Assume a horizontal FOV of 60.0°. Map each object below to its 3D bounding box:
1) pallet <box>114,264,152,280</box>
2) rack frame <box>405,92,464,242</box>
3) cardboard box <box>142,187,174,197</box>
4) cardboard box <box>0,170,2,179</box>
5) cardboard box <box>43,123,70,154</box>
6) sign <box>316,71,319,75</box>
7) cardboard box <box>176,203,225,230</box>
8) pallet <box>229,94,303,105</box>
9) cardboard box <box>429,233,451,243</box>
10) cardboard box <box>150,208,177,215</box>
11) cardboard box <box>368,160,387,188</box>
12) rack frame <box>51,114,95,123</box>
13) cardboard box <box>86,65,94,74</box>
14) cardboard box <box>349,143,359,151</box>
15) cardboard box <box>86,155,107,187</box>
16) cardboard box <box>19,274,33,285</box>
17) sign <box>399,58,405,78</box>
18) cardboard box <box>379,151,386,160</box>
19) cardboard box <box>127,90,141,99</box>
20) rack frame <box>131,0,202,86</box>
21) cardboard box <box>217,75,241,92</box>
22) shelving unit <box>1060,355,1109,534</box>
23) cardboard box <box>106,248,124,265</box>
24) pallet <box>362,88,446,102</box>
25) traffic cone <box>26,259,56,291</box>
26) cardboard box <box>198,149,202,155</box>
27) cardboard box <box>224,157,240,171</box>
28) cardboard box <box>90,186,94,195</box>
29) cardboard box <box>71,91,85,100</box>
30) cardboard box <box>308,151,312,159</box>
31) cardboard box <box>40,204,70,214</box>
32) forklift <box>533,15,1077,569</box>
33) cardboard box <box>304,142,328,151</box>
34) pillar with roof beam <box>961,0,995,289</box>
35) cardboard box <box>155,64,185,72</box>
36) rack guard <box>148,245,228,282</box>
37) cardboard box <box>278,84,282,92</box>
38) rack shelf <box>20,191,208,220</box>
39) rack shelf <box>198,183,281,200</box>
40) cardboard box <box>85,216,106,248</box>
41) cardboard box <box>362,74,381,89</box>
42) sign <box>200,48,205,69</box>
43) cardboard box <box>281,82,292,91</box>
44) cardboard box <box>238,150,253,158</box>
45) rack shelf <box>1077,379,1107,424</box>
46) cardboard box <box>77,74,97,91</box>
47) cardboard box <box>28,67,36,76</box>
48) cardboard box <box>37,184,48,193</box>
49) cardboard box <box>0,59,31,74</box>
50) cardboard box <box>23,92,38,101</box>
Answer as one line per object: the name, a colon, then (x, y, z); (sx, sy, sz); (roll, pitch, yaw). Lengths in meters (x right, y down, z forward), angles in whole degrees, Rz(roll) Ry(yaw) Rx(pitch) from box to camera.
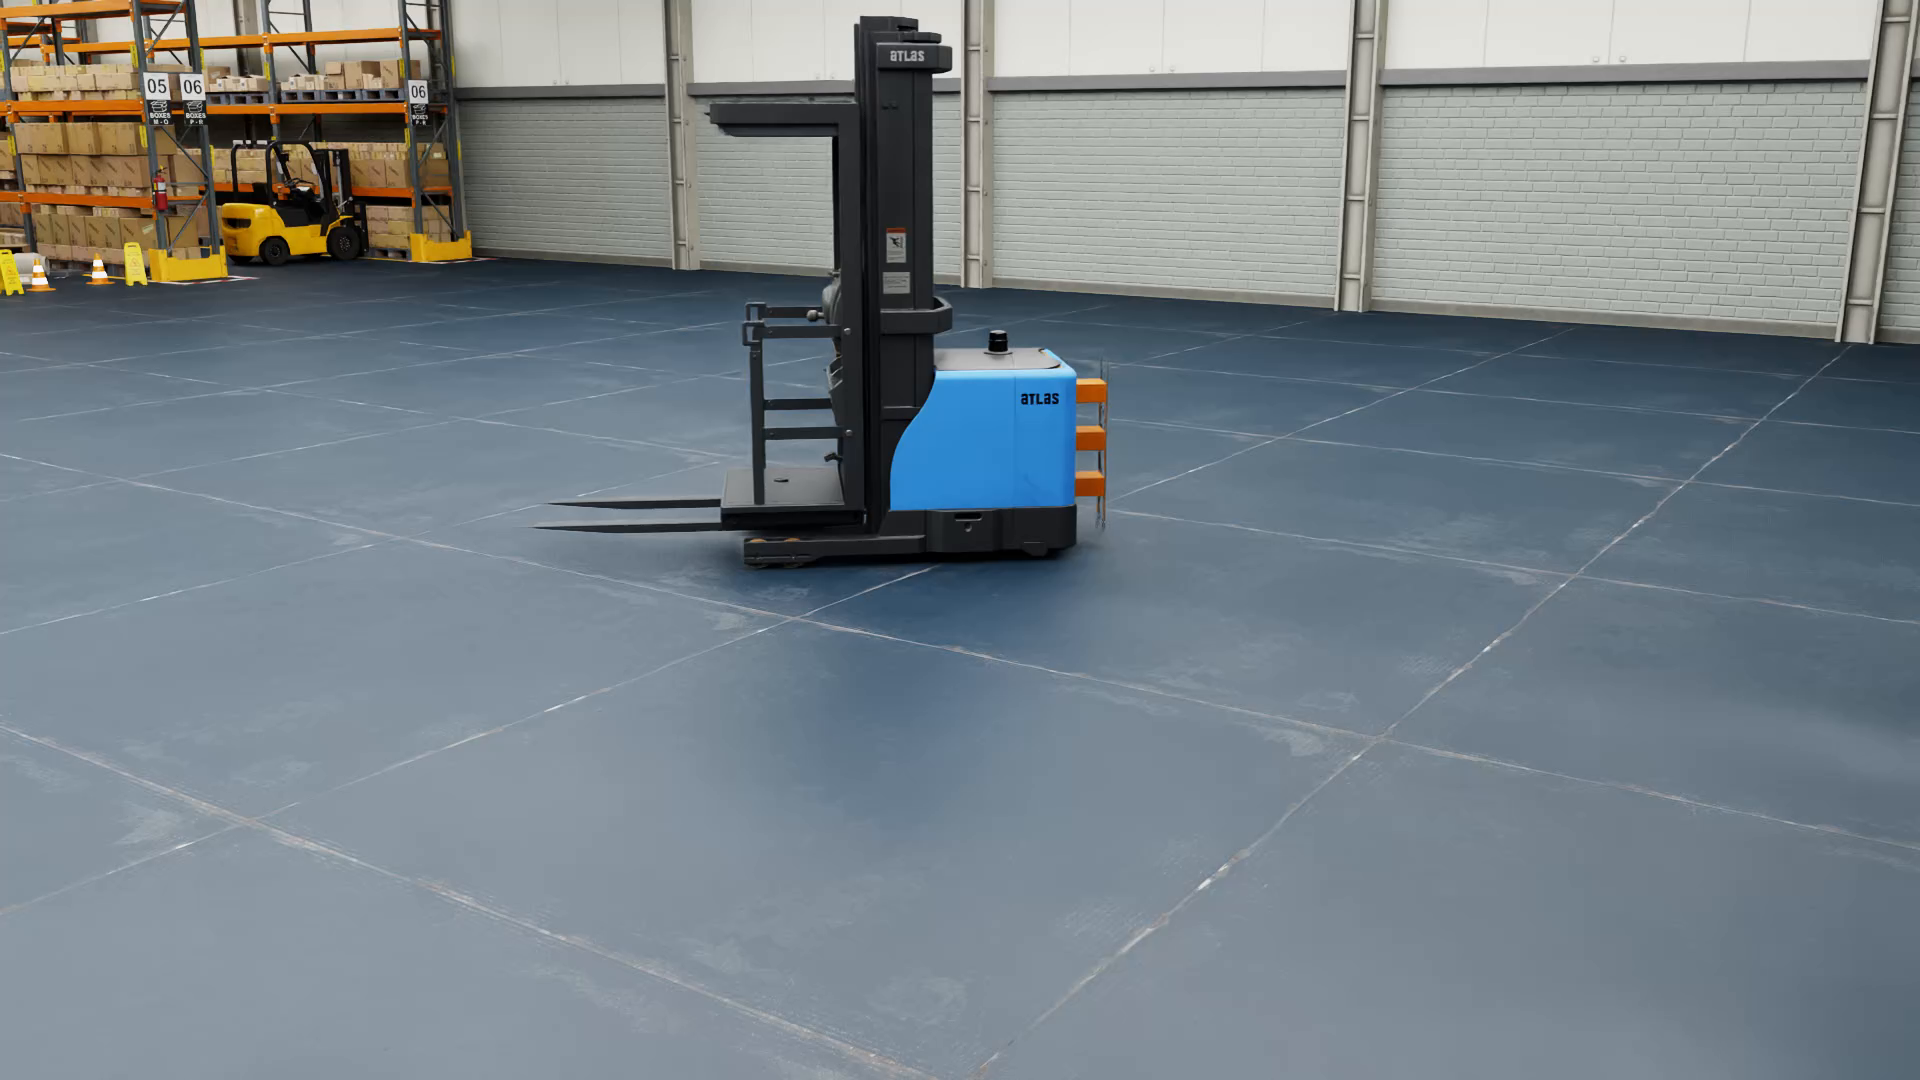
pallet: (-13.106, -4.447, 27.350); (1.213, 0.211, 1.003); (9, 17, 33)
rack frame: (-9.621, -6.665, 30.505); (0.127, 3.000, 1.000); (9, 17, 33)
cardboard box: (-12.818, -5.560, 26.565); (0.250, 0.149, 0.380); (10, 17, 35)
cardboard box: (-16.497, -6.346, 28.865); (0.250, 0.149, 0.380); (9, 16, 31)
cardboard box: (-14.650, -6.642, 27.503); (0.500, 0.500, 0.700); (9, 16, 32)
sign: (-12.632, -9.058, 32.688); (0.005, 0.325, 0.100); (9, 17, 33)
cardboard box: (-15.749, -6.703, 34.725); (0.625, 0.625, 0.875); (10, 17, 35)
pallet: (-13.679, -8.680, 32.802); (1.217, 0.209, 0.805); (8, 16, 31)
cardboard box: (-9.920, -5.639, 31.209); (0.500, 0.250, 0.500); (9, 17, 33)
cardboard box: (-16.730, -6.742, 35.145); (0.500, 0.500, 0.500); (10, 17, 34)
cardboard box: (-10.601, -6.799, 30.837); (0.500, 0.500, 0.500); (10, 17, 35)
rack frame: (-19.578, -8.274, 37.006); (0.127, 3.000, 1.000); (9, 17, 33)
cardboard box: (-13.831, -7.574, 26.799); (0.250, 0.149, 0.380); (9, 16, 31)
cardboard box: (-11.151, -7.330, 31.014); (0.250, 0.149, 0.380); (10, 17, 34)
cardboard box: (-13.819, -6.021, 27.078); (0.500, 0.500, 0.500); (9, 17, 33)
cardboard box: (-14.603, -4.064, 25.930); (0.380, 0.149, 0.250); (-7, 15, -25)
sign: (-9.936, -8.406, 29.618); (0.005, 0.325, 0.100); (9, 17, 33)
cardboard box: (-10.475, -7.094, 30.682); (0.250, 0.149, 0.380); (10, 17, 34)
cardboard box: (-12.841, -7.001, 26.143); (0.250, 0.149, 0.380); (9, 17, 33)
rack frame: (-12.388, -8.587, 25.784); (0.127, 3.000, 1.000); (9, 17, 33)
cardboard box: (-14.314, -9.018, 32.872); (0.500, 0.311, 0.500); (9, 16, 31)
shelving unit: (0.732, -0.563, 9.913); (0.252, 1.050, 0.215); (-2, 14, -6)
cardboard box: (-13.635, -4.670, 27.293); (0.500, 0.250, 0.500); (9, 17, 33)
pallet: (-10.193, -8.178, 30.559); (1.213, 0.211, 1.003); (9, 17, 33)
traffic cone: (-13.802, -3.977, 24.925); (0.334, 0.463, 0.336); (9, 17, 33)
cardboard box: (-15.260, -7.875, 33.834); (0.250, 0.149, 0.380); (9, 17, 33)
cardboard box: (-14.342, -7.523, 33.245); (0.500, 0.250, 0.500); (10, 17, 34)
cardboard box: (-14.076, -5.769, 27.409); (0.250, 0.149, 0.380); (9, 17, 33)
cardboard box: (-14.140, -7.198, 26.939); (0.250, 0.149, 0.380); (9, 16, 32)
cardboard box: (-12.212, -7.358, 31.746); (0.250, 0.149, 0.380); (10, 17, 34)
cardboard box: (-15.298, -5.598, 28.131); (0.250, 0.149, 0.380); (9, 17, 34)
forklift: (-0.890, -1.396, 9.363); (3.031, 2.935, 1.130); (-1, 14, -6)
cardboard box: (-12.357, -7.558, 31.935); (0.250, 0.149, 0.380); (9, 16, 32)
pillar with roof beam: (-2.141, -7.383, 20.919); (0.400, 9.000, 9.100); (9, 17, 33)
cardboard box: (-12.569, -7.484, 26.436); (0.250, 0.149, 0.380); (9, 17, 32)
rack guard: (-12.451, -4.472, 26.847); (0.348, 0.500, 1.175); (9, 17, 33)
cardboard box: (-13.535, -8.941, 32.897); (0.250, 0.149, 0.380); (9, 17, 33)
rack shelf: (-14.048, -5.594, 27.675); (4.000, 0.370, 1.077); (9, 17, 33)
rack shelf: (-14.600, -7.120, 33.842); (4.000, 0.370, 1.077); (9, 17, 33)
cardboard box: (-14.048, -5.102, 27.478); (0.500, 0.500, 0.500); (9, 16, 32)
cardboard box: (-10.689, -8.393, 30.440); (0.258, 0.266, 0.396); (9, 17, 33)
sign: (-12.086, -7.663, 26.477); (0.005, 0.325, 0.100); (9, 17, 33)
cardboard box: (-12.737, -8.667, 31.792); (0.250, 0.149, 0.380); (10, 17, 34)
cardboard box: (-14.038, -7.650, 32.924); (0.250, 0.149, 0.380); (9, 16, 31)
rack shelf: (0.732, -0.828, 9.848); (0.240, 0.259, 0.215); (-2, 14, -6)
cardboard box: (-13.813, -7.354, 26.738); (0.500, 0.250, 0.500); (10, 17, 34)
cardboard box: (-15.182, -7.759, 27.545); (0.250, 0.149, 0.380); (9, 16, 31)
cardboard box: (-15.386, -5.960, 28.178); (0.250, 0.149, 0.380); (10, 17, 34)
cardboard box: (-16.259, -8.093, 28.430); (0.500, 0.250, 0.500); (10, 17, 34)
cardboard box: (-15.401, -7.408, 27.786); (0.250, 0.149, 0.380); (9, 17, 33)
